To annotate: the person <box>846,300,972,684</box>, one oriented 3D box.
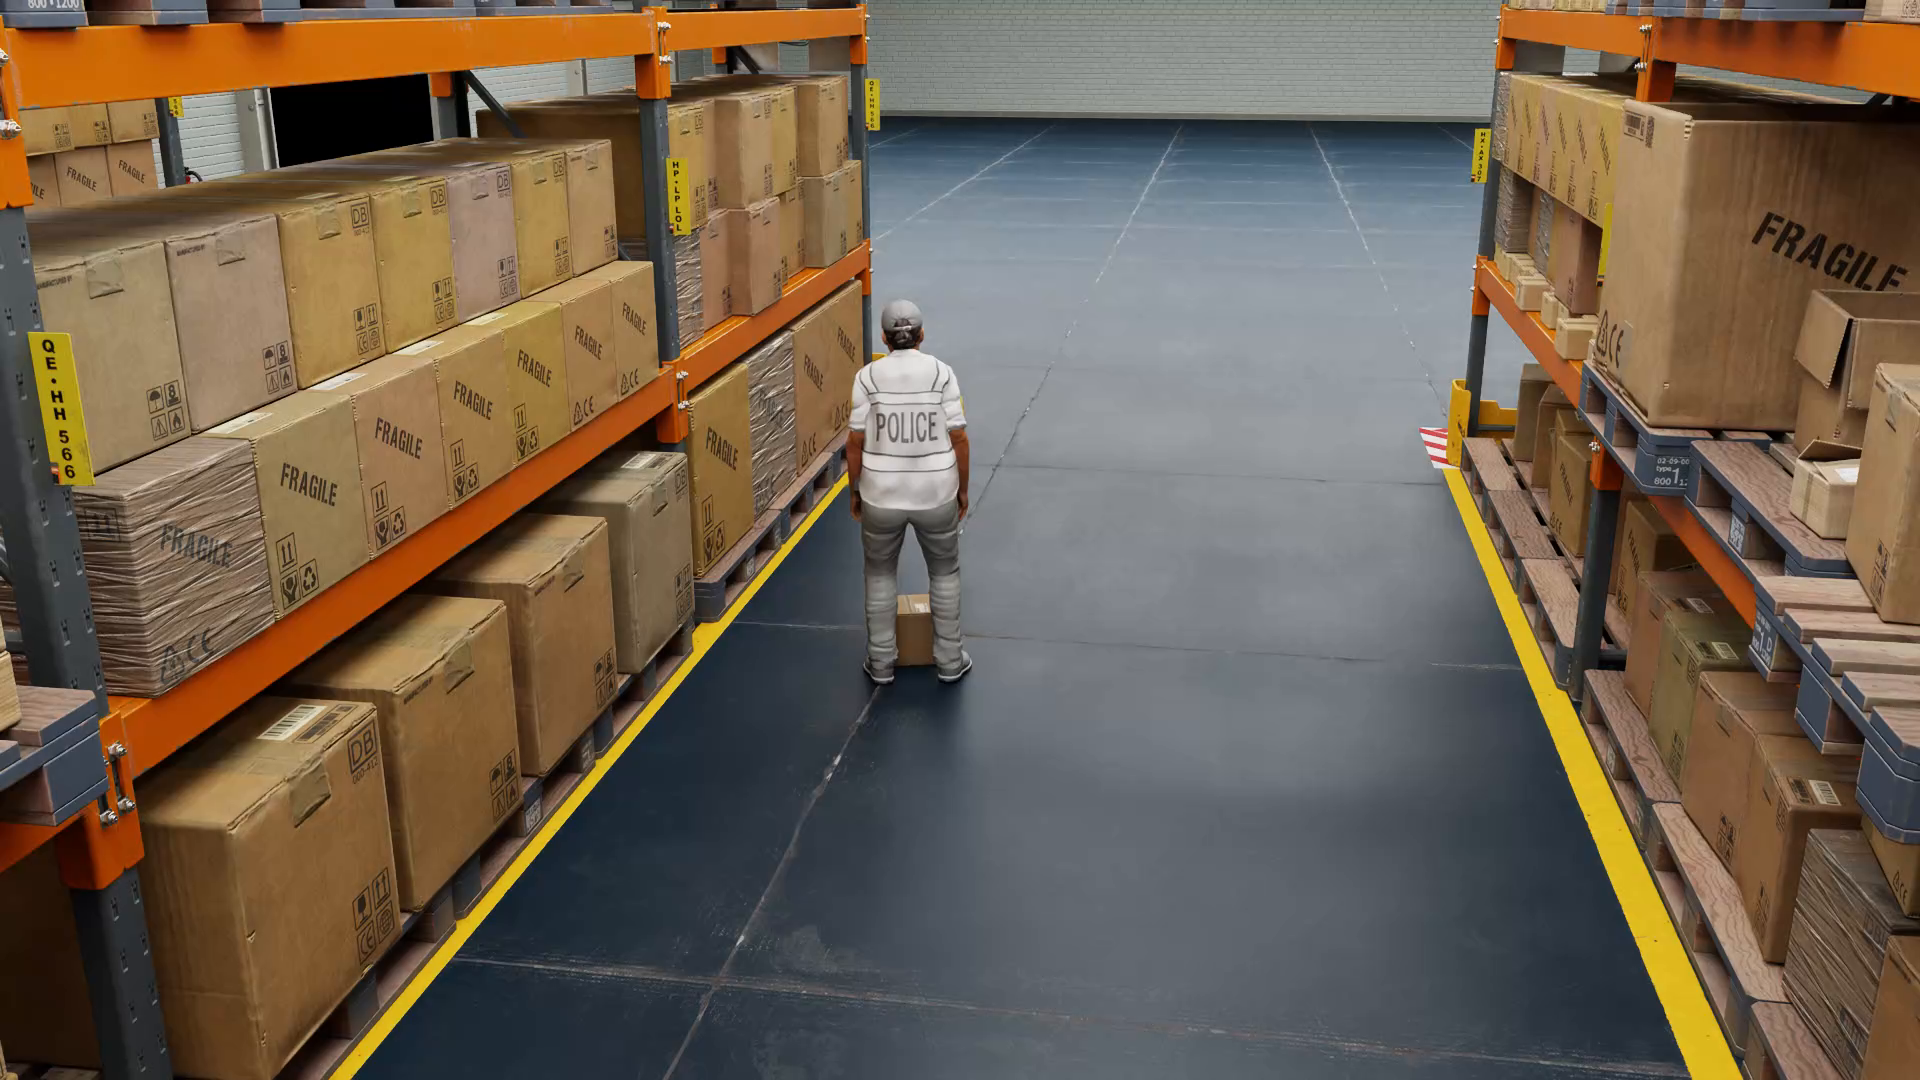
[{"bbox_3d":[-0.213,-0.194,7.141,0.539,1.665,0.468,-1,18,-2],"label":"person"}]
